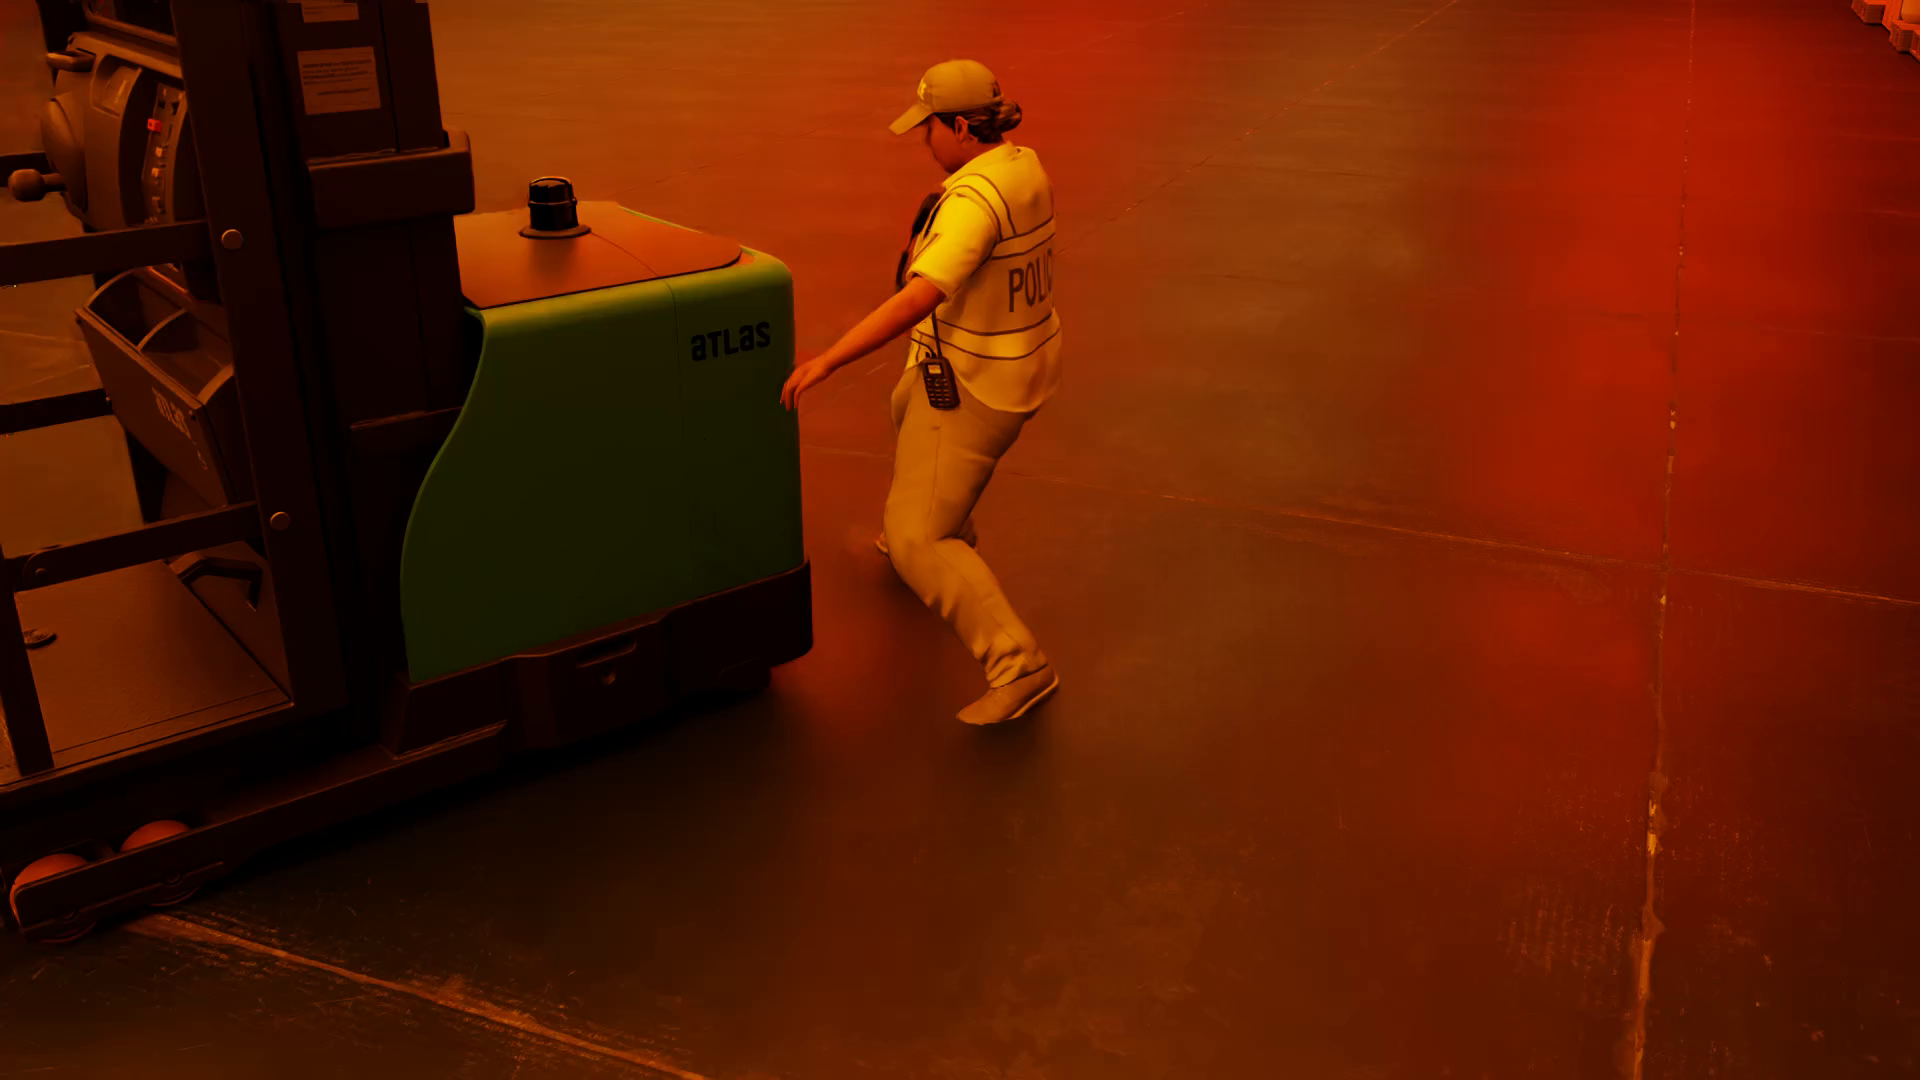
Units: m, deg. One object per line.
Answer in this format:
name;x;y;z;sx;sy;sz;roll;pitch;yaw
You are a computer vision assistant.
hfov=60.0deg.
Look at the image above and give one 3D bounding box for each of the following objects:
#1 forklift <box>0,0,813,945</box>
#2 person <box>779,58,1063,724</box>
forklift;-1.842;-0.801;3.210;3.031;2.935;1.130;-17;28;-35
person;-0.020;-0.421;4.204;0.785;1.541;0.928;9;24;21
